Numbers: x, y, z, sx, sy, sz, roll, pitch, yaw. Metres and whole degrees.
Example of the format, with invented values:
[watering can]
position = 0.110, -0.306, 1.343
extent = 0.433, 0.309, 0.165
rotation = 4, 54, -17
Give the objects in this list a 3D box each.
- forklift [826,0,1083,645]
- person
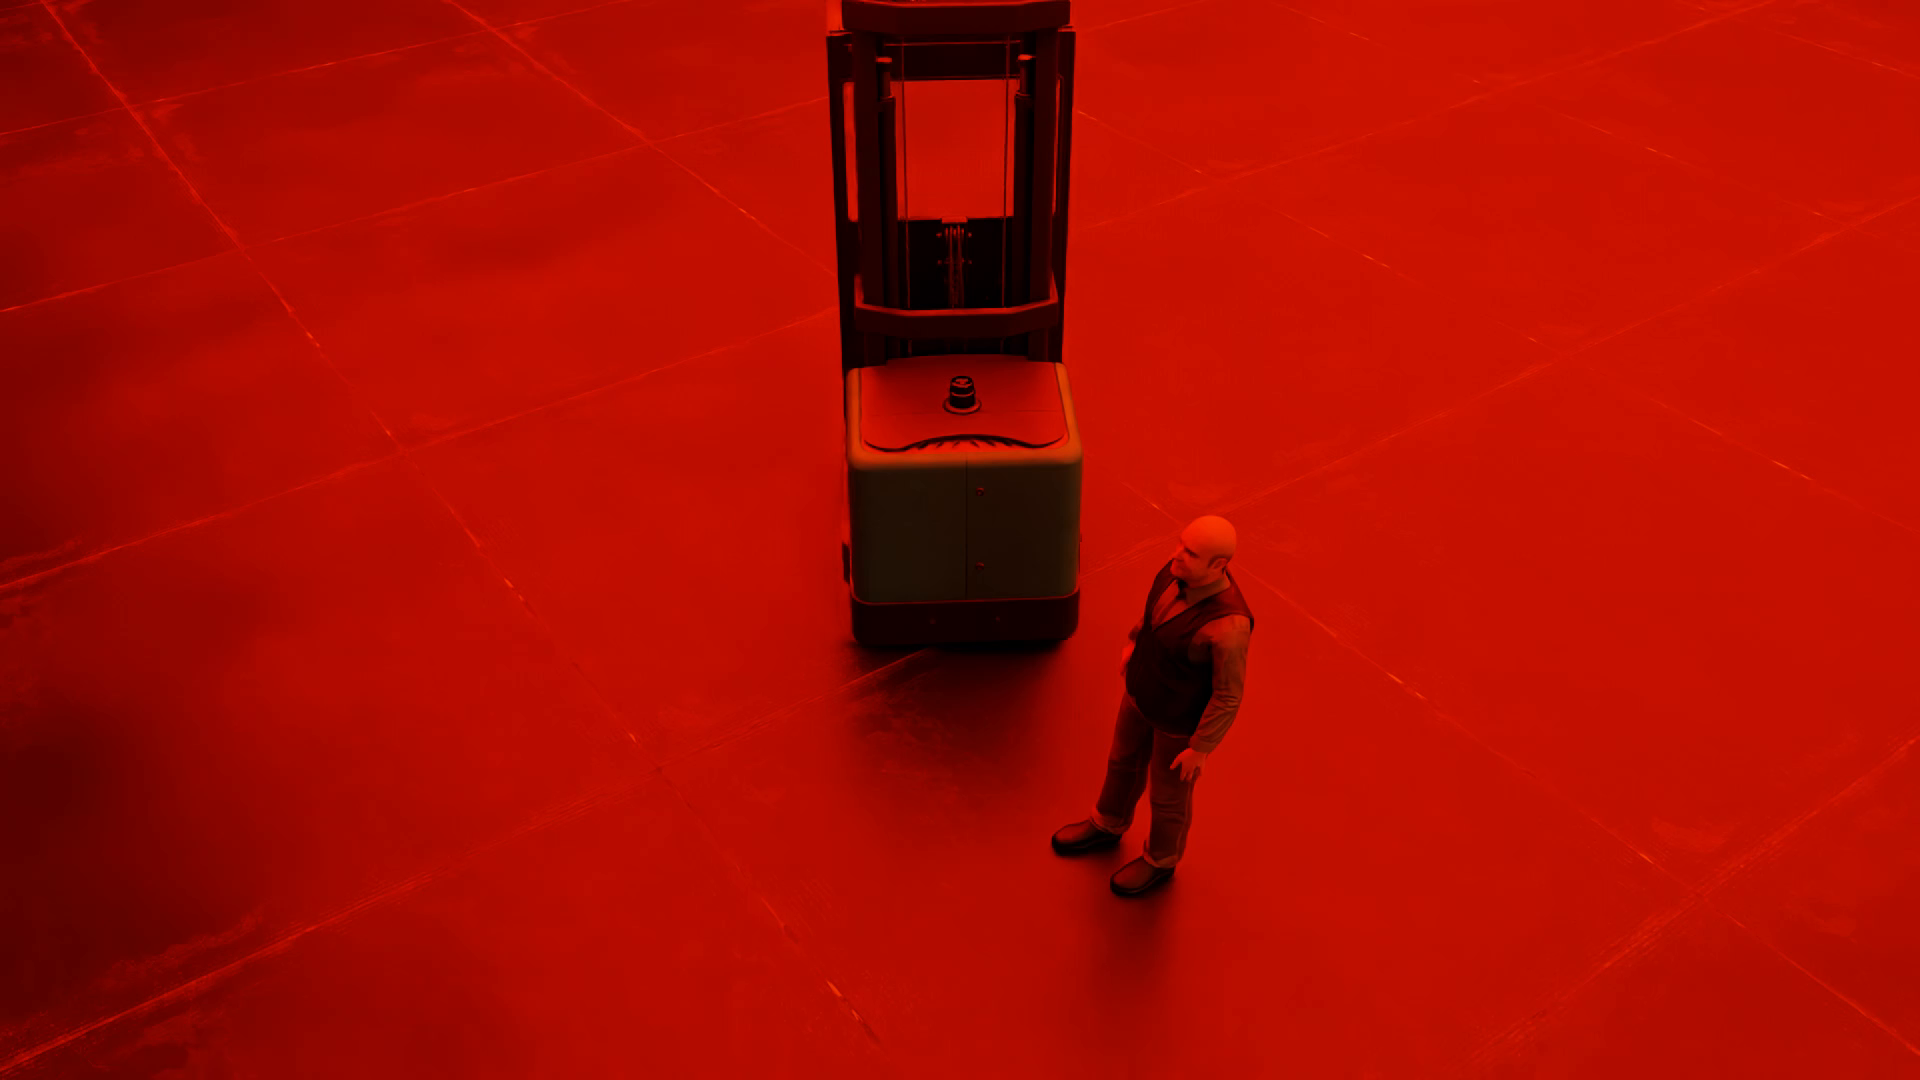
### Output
[forklift]
position = -0.055, -1.550, 8.041
extent = 1.130, 2.935, 3.031
rotation = -2, 37, -3
[person]
position = 0.717, 0.625, 6.109
extent = 0.566, 1.725, 0.639
rotation = -12, 38, -16
